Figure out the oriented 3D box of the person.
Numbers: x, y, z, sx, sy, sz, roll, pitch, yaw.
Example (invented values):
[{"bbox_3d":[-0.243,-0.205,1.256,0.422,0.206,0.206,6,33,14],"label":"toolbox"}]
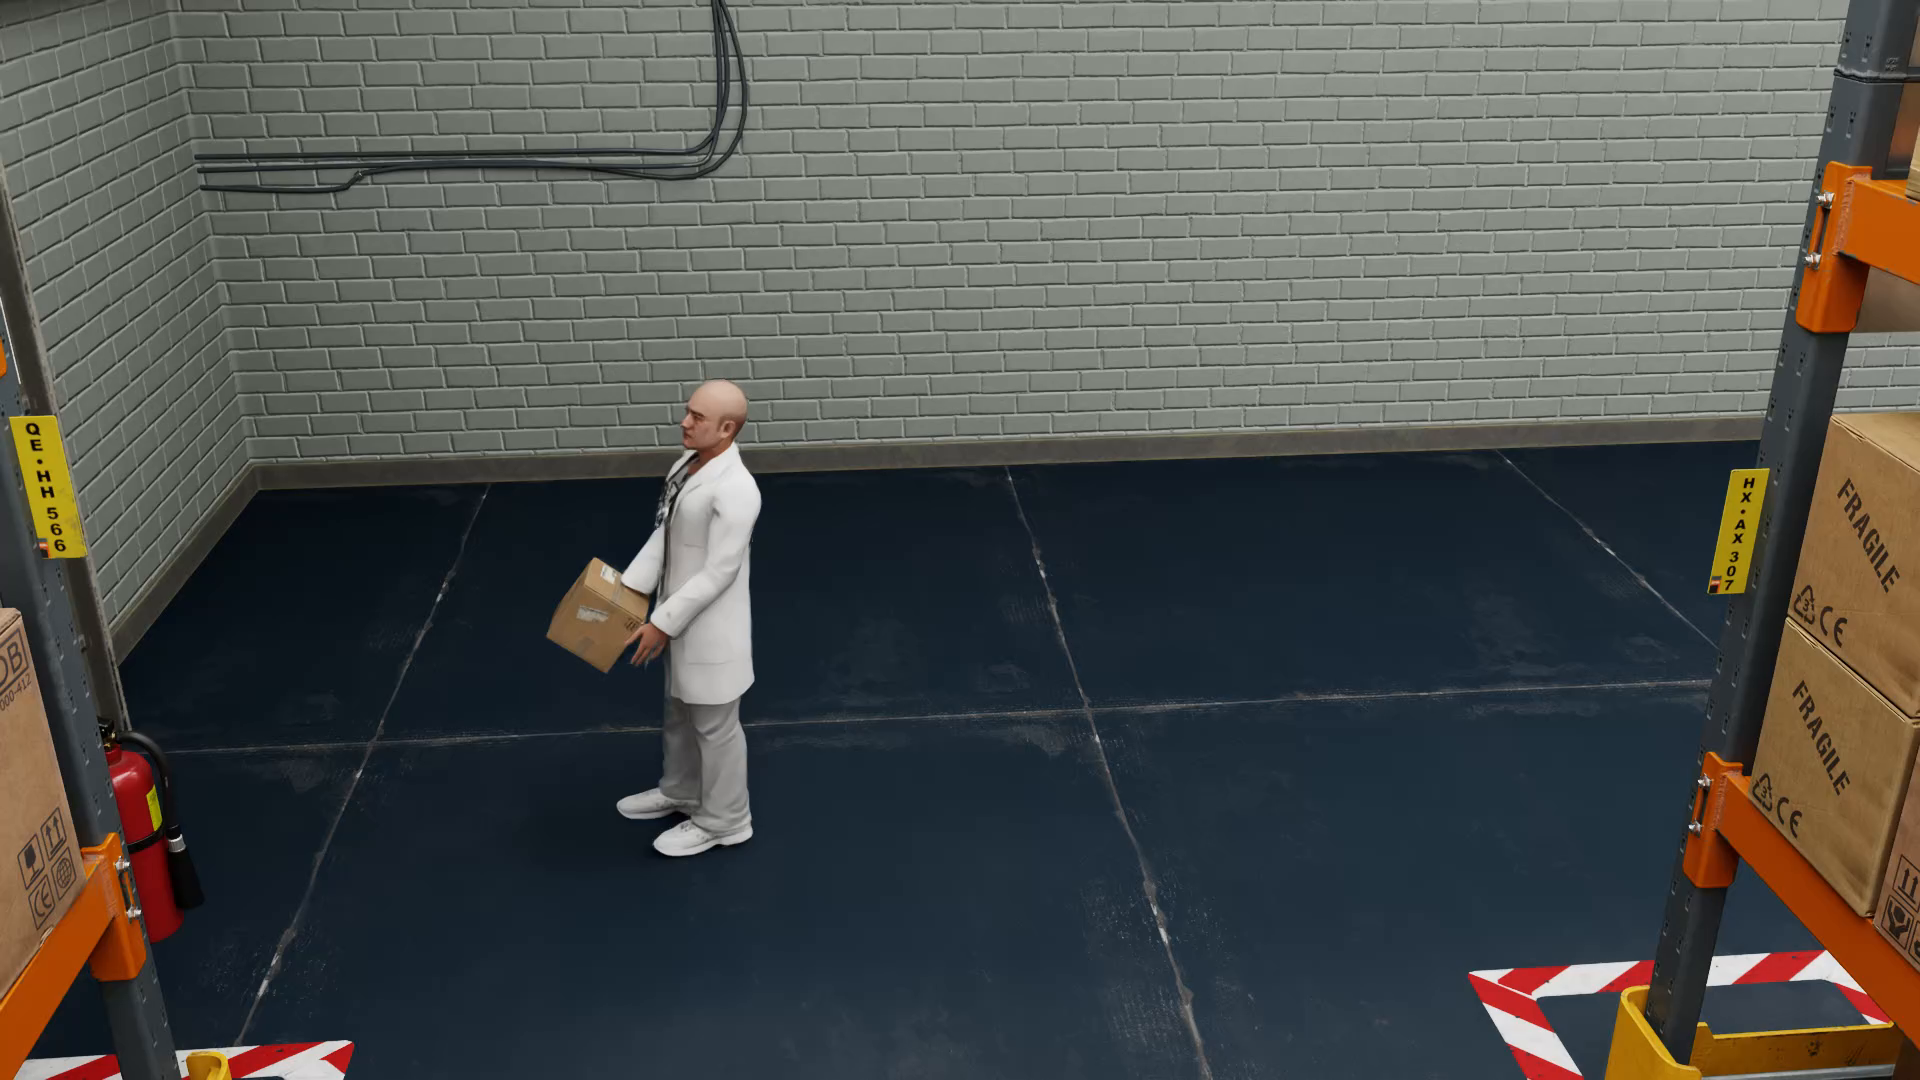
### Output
[{"bbox_3d":[-0.976,0.297,5.920,0.510,1.780,0.600,-11,26,-23],"label":"person"}]
